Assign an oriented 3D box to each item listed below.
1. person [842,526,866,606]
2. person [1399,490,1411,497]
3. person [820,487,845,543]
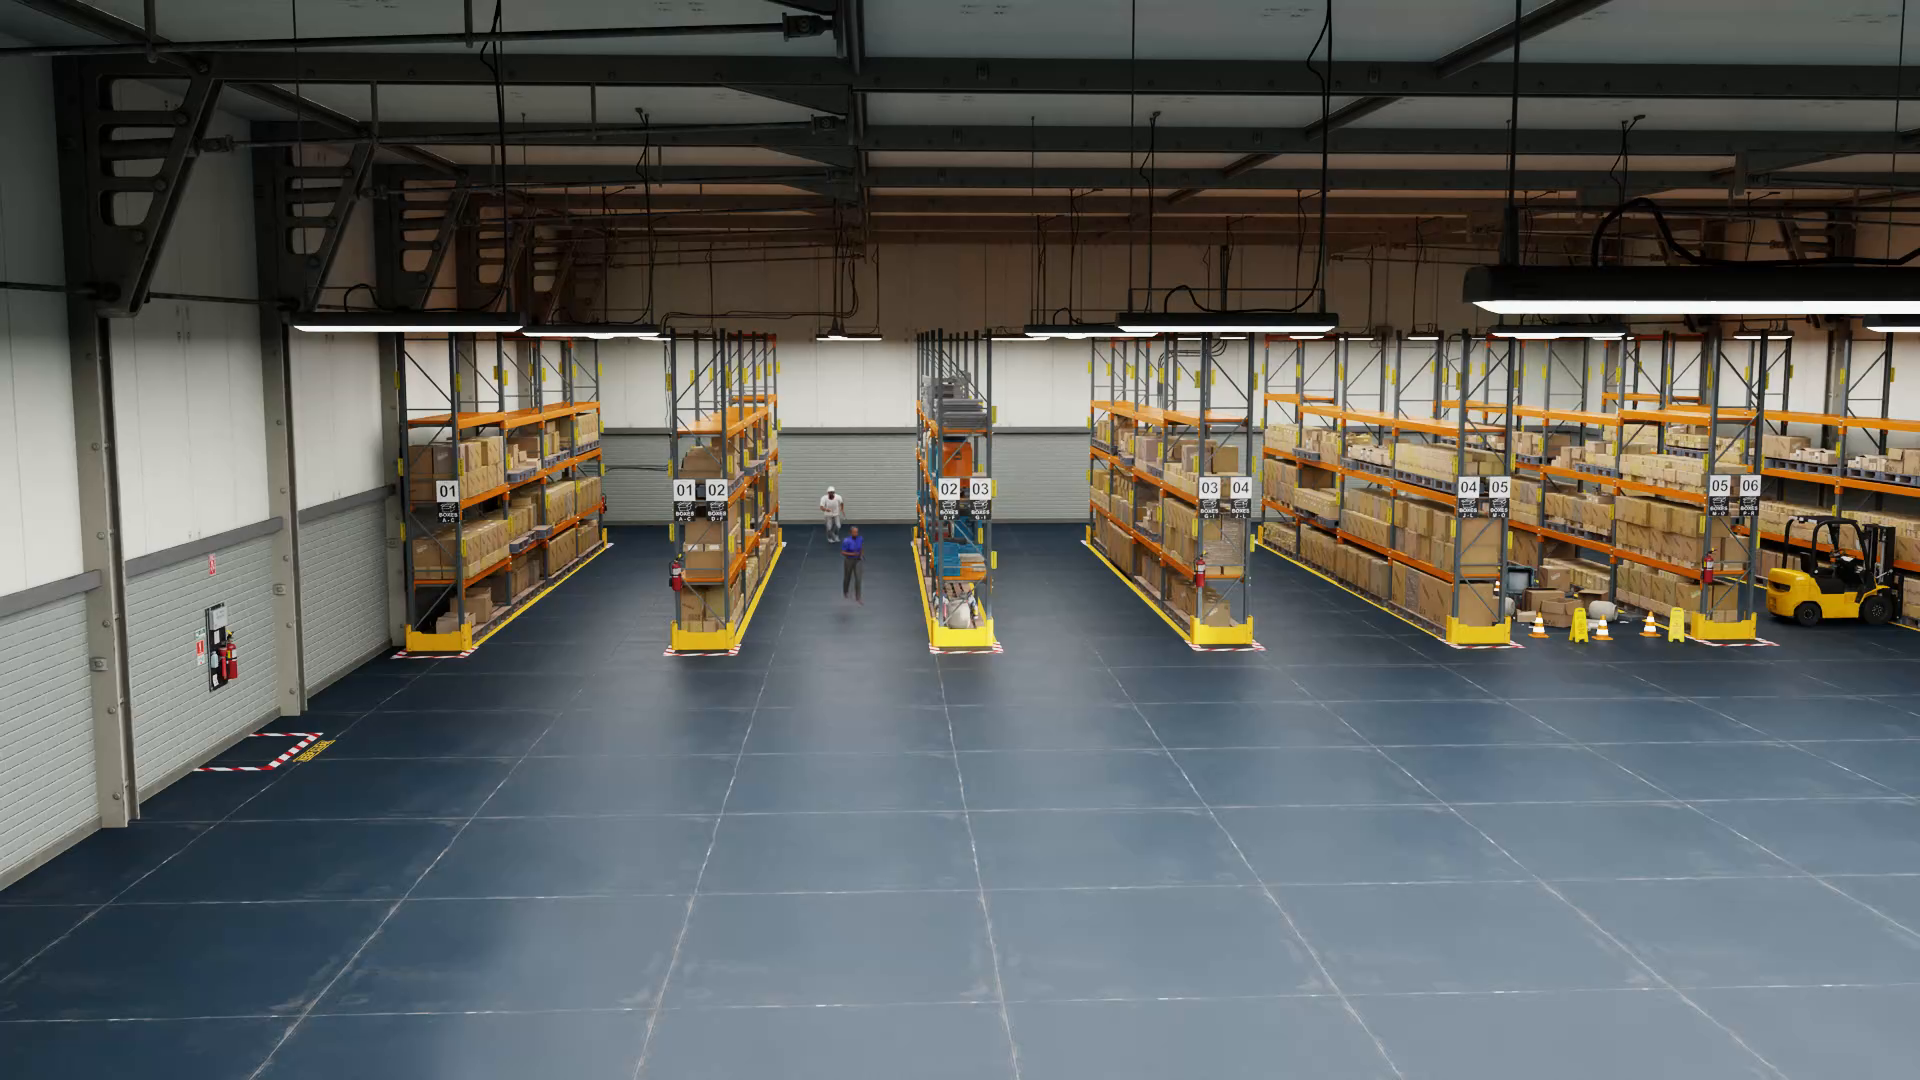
[{"bbox_3d":[-2.246,0.516,35.023,0.573,1.668,0.916,-2,7,-19],"label":"person"},{"bbox_3d":[13.216,-0.982,49.459,0.687,1.760,0.644,0,7,2],"label":"person"},{"bbox_3d":[-3.653,-0.716,47.659,0.734,1.651,0.855,-1,7,-11],"label":"person"}]
